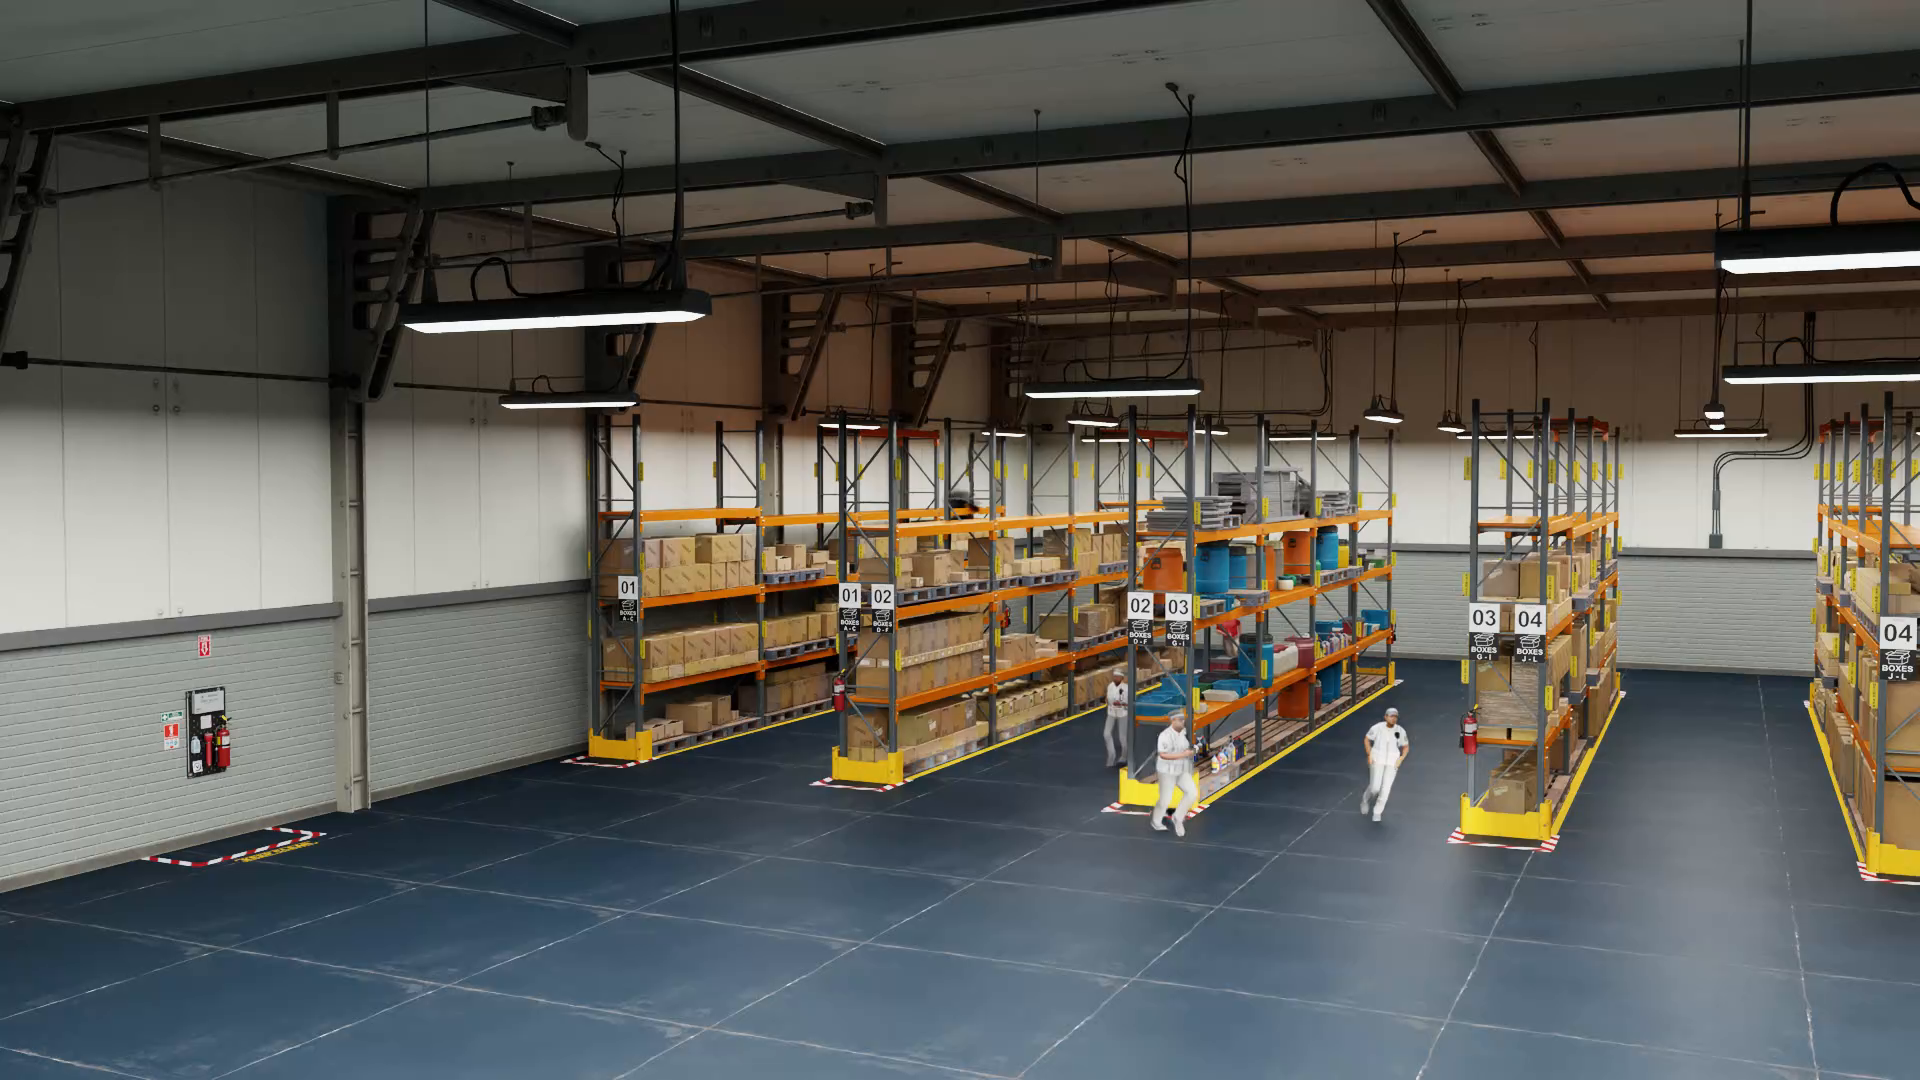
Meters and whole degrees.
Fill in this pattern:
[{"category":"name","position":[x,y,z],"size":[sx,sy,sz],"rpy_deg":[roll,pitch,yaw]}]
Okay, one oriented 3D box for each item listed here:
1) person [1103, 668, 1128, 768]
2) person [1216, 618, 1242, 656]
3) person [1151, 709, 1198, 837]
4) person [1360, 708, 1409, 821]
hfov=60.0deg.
[{"category":"person","position":[2.703,3.009,28.203],"size":[0.559,1.714,0.754],"rpy_deg":[1,3,25]},{"category":"person","position":[6.553,2.491,40.382],"size":[0.667,1.724,0.756],"rpy_deg":[0,2,5]},{"category":"person","position":[2.938,3.183,22.829],"size":[0.693,1.780,0.834],"rpy_deg":[-2,3,-40]},{"category":"person","position":[6.117,3.219,23.935],"size":[0.649,1.624,0.521],"rpy_deg":[0,2,6]}]
